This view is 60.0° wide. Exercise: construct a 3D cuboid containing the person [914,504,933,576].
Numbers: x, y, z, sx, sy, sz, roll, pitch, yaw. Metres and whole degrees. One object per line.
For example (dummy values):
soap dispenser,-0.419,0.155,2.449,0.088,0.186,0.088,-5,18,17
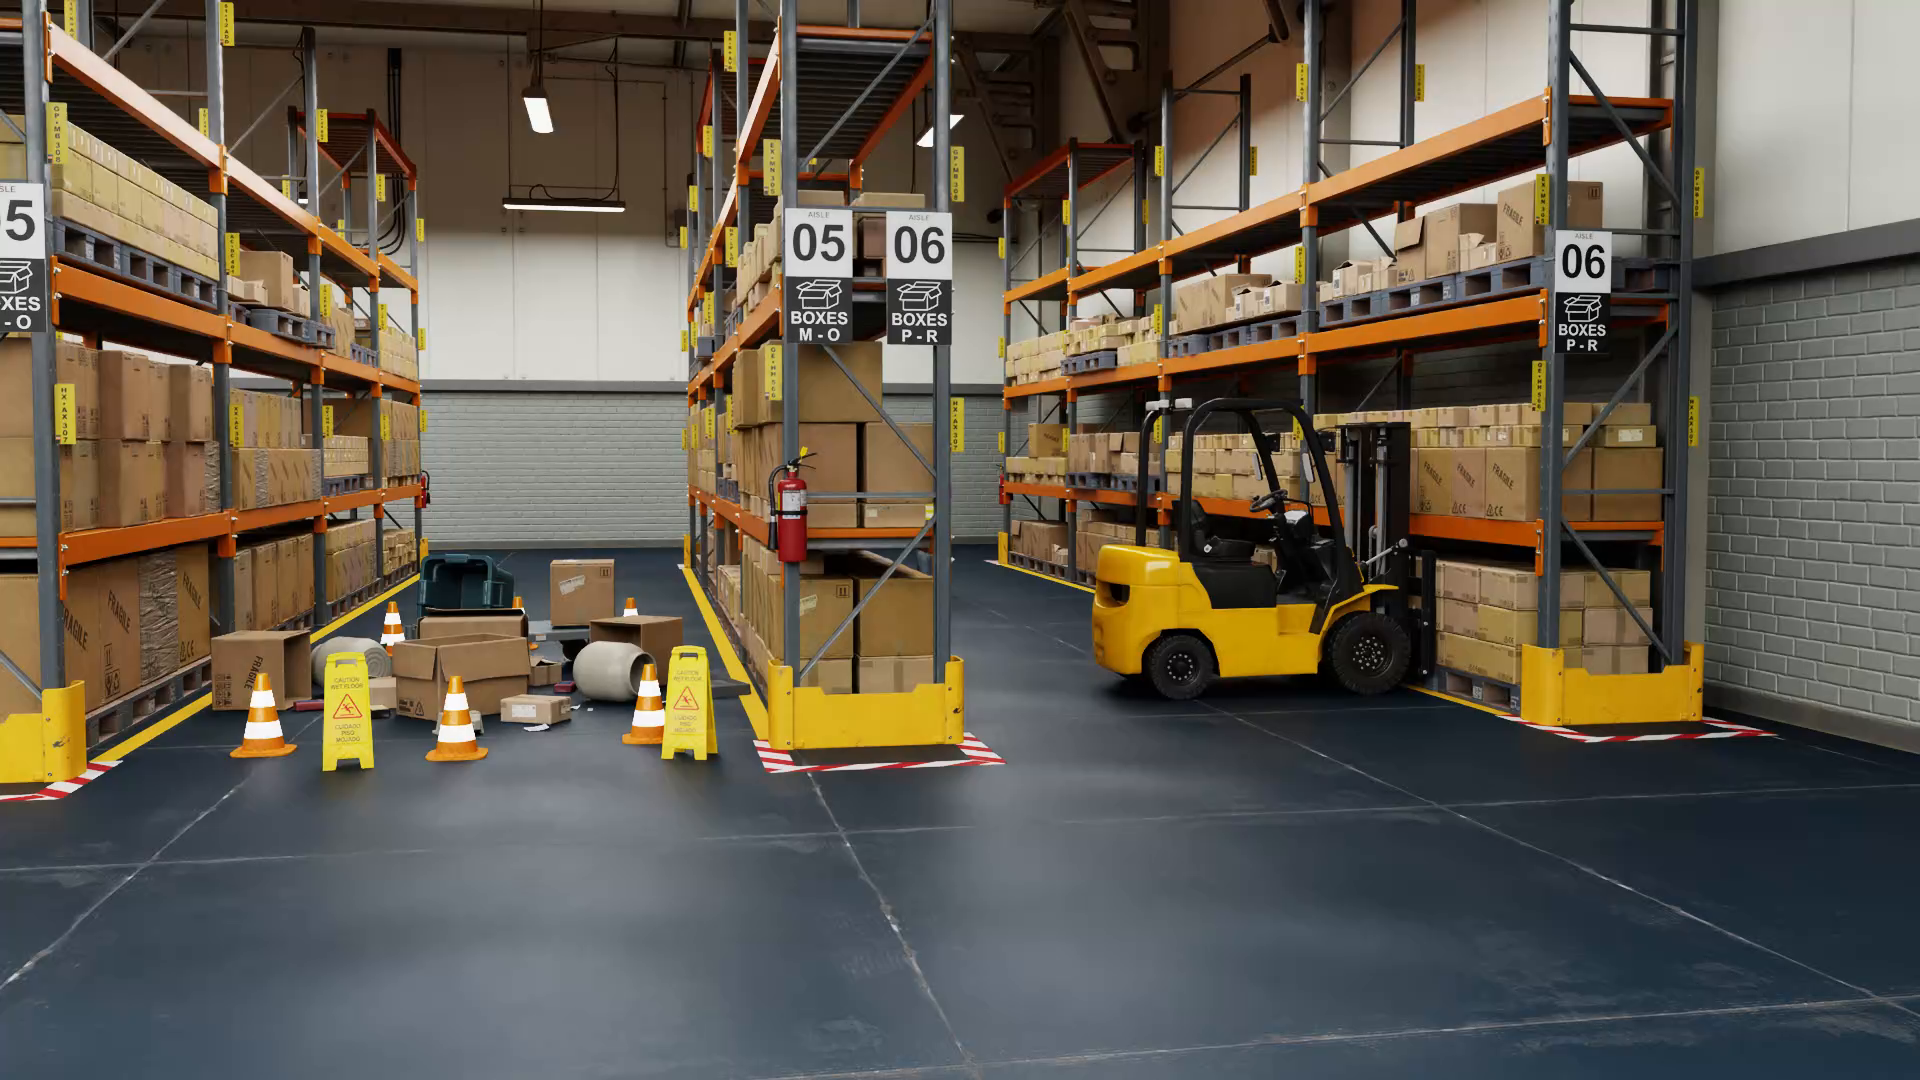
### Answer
person,-0.485,-0.220,21.383,0.614,1.821,0.672,-1,3,-21
